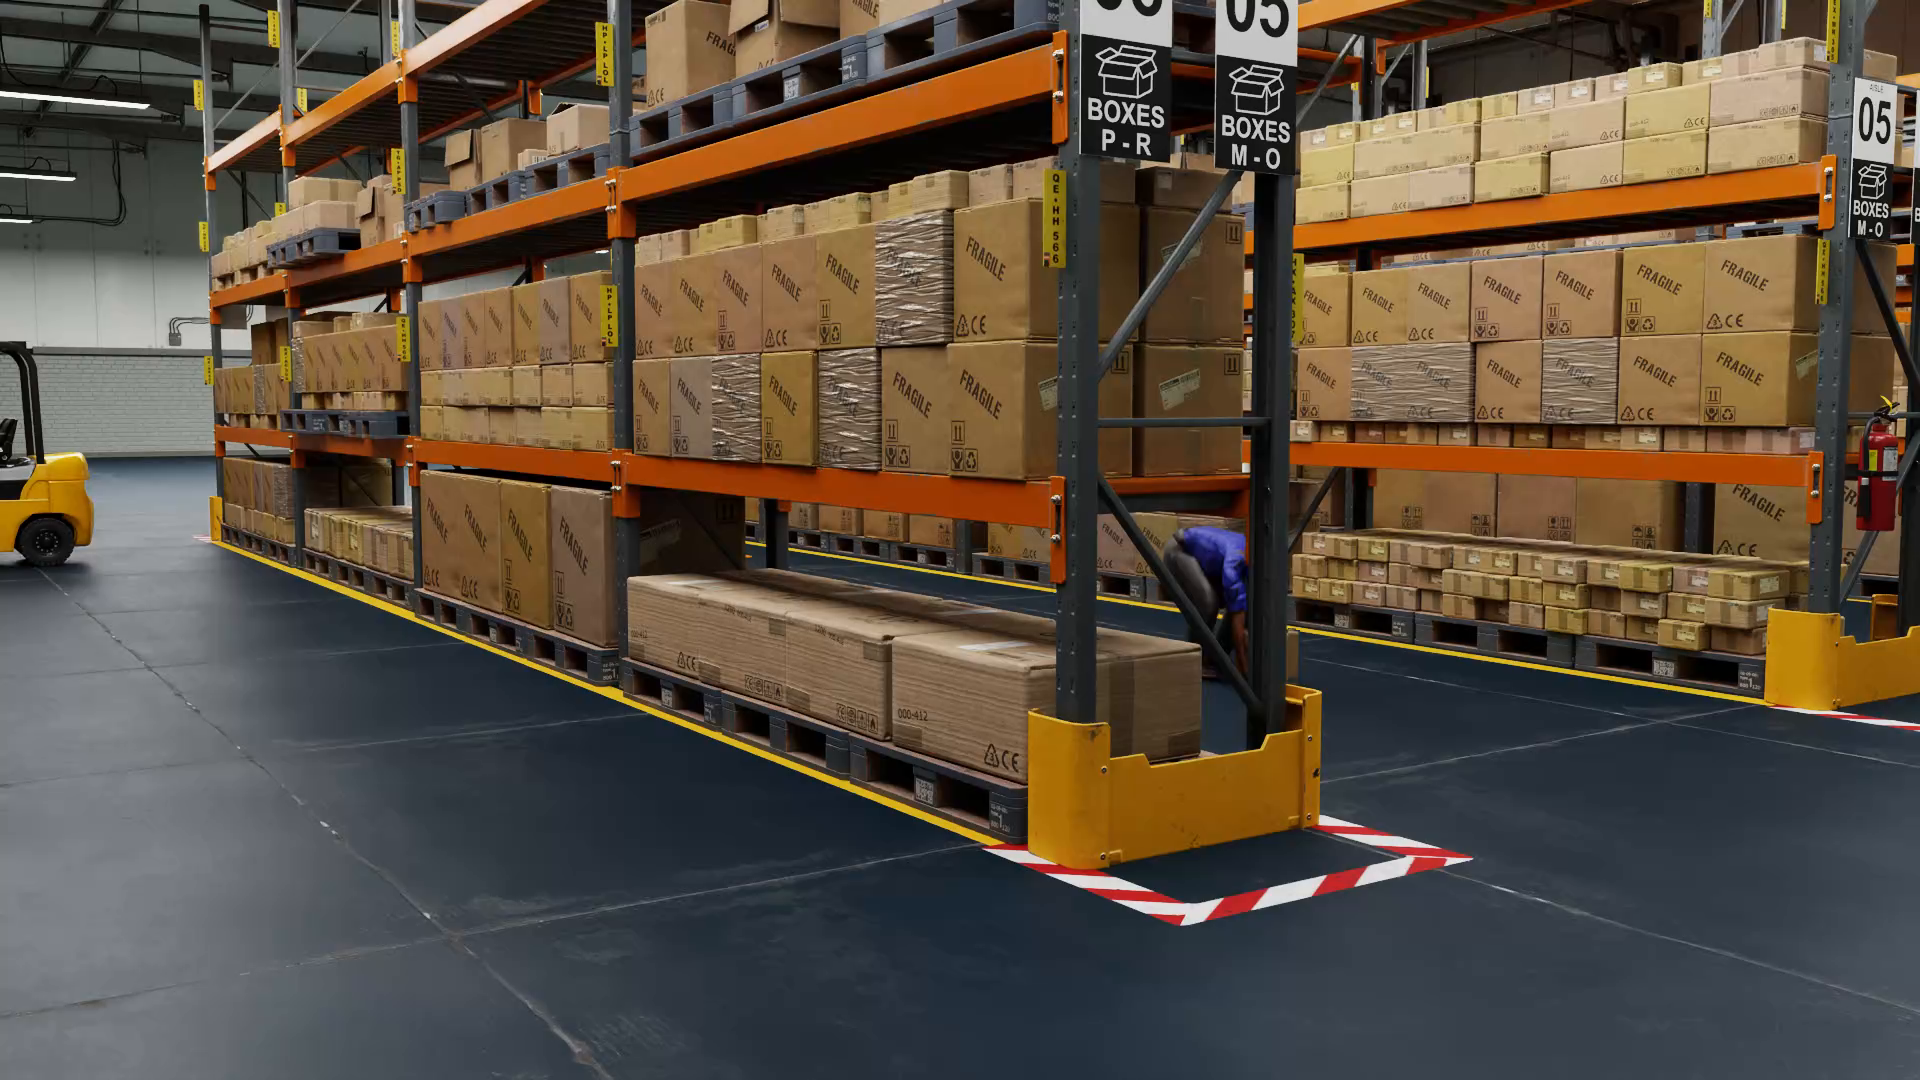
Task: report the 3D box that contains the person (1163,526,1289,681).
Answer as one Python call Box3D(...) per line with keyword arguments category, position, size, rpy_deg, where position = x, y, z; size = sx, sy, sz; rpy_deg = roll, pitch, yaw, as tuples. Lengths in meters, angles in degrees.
Box3D(category="person", position=(1.551, 0.363, 9.542), size=(0.458, 0.864, 0.864), rpy_deg=(-4, 6, -36))
